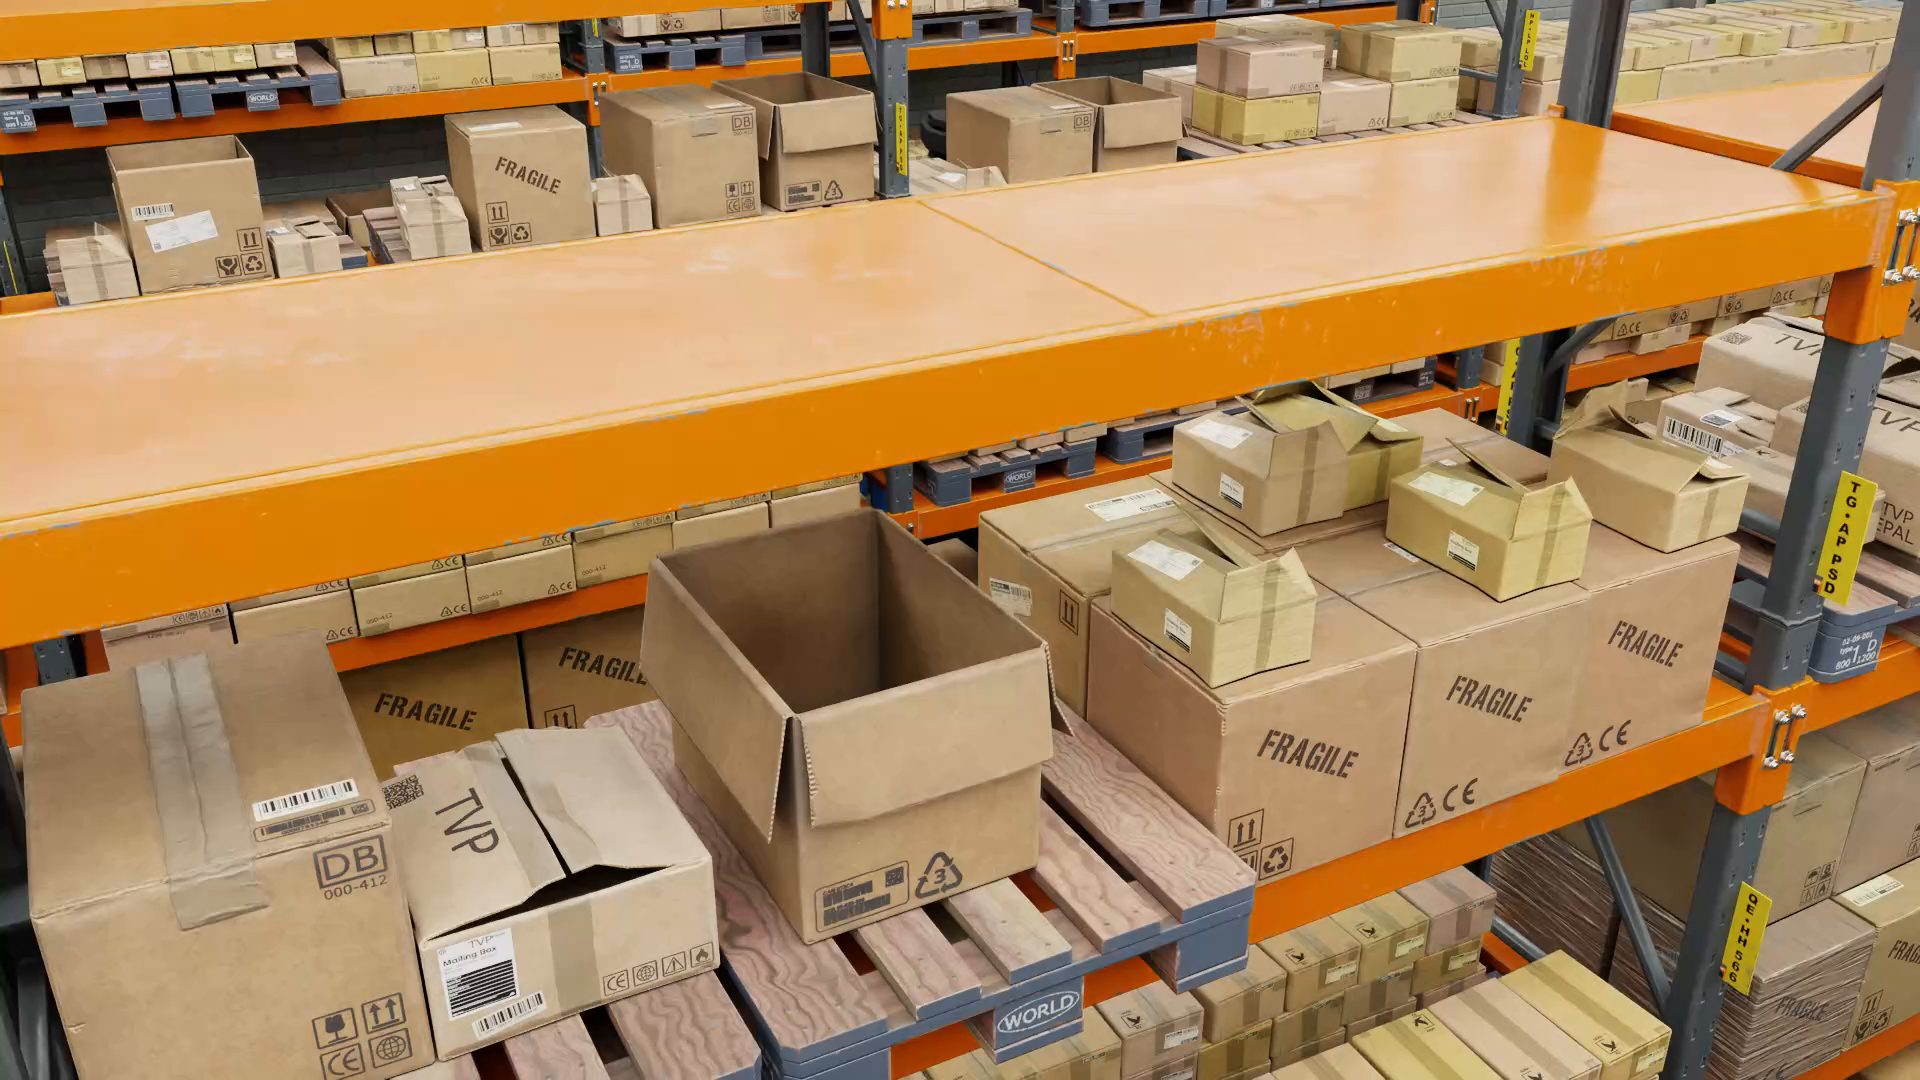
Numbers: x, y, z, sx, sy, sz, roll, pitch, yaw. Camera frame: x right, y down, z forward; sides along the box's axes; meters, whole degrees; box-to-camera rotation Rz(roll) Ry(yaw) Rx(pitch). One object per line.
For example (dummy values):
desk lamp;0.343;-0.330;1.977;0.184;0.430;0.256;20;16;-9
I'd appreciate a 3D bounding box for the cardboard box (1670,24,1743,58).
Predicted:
cardboard box;4.762;-3.196;10.646;0.250;0.149;0.380;-12;28;-24

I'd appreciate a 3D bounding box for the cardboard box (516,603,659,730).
cardboard box;-1.970;0.563;8.884;0.875;0.875;0.875;-13;28;-24

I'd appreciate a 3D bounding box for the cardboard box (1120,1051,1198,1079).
cardboard box;0.450;1.400;4.632;0.250;0.149;0.380;-13;29;-25

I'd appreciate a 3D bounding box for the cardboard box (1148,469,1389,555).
cardboard box;0.819;0.097;4.304;0.500;0.500;0.500;-13;29;-25

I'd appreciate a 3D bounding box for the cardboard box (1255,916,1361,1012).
cardboard box;0.933;1.155;4.799;0.250;0.149;0.380;-13;29;-25

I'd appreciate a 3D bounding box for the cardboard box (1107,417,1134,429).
cardboard box;0.799;-0.776;9.508;0.250;0.149;0.380;-11;28;-22

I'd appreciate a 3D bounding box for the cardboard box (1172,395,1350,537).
cardboard box;0.738;-0.218;4.076;0.258;0.266;0.396;-13;29;-25

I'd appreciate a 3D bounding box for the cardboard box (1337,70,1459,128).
cardboard box;2.550;-2.609;9.744;0.500;0.250;0.500;-14;29;-26

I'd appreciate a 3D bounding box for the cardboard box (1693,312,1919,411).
cardboard box;2.667;-0.499;5.162;0.500;0.311;0.500;-13;29;-25

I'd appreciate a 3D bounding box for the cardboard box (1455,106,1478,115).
cardboard box;3.132;-2.730;10.596;0.250;0.149;0.380;-13;28;-25

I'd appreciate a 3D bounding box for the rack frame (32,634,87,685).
rack frame;-4.062;0.320;7.421;0.127;3.000;1.000;-13;29;-25

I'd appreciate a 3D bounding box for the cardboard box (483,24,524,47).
cardboard box;-3.309;-3.645;11.925;0.250;0.149;0.380;-14;29;-26

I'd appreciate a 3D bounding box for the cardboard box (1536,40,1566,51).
cardboard box;3.644;-2.912;10.054;0.250;0.149;0.380;-12;28;-24

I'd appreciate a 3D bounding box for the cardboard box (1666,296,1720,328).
cardboard box;4.834;-1.791;11.357;0.500;0.500;0.500;-13;28;-24

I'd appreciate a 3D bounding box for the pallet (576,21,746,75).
pallet;-2.315;-3.829;12.815;1.003;0.211;1.213;-12;28;-23

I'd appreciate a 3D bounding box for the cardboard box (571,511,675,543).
cardboard box;-1.733;-0.239;8.180;0.500;0.250;0.500;-14;29;-26

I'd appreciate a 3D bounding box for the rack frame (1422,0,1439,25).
rack frame;4.188;-4.019;16.458;0.127;3.000;1.000;-13;29;-25

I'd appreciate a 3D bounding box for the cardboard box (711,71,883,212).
cardboard box;-0.794;-1.949;8.075;0.637;0.503;0.797;-15;29;-28

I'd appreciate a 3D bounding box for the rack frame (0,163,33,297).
rack frame;-6.401;-1.575;11.367;0.127;3.000;1.000;-13;29;-25

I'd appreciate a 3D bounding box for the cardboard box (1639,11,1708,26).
cardboard box;4.760;-3.430;11.135;0.250;0.149;0.380;-12;28;-24

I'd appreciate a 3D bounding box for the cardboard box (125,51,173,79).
cardboard box;-5.264;-3.105;10.777;0.250;0.149;0.380;-13;28;-24

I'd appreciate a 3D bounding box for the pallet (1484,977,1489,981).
pallet;1.307;1.647;4.877;1.003;0.211;1.213;-13;29;-25

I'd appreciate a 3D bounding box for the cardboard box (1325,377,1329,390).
cardboard box;1.998;-1.009;9.993;0.250;0.149;0.380;-13;28;-25

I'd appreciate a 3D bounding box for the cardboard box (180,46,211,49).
cardboard box;-5.073;-3.330;10.902;0.250;0.149;0.380;-13;28;-24

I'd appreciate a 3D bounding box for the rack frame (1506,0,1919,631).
rack frame;1.886;-1.330;3.924;0.127;3.000;1.000;-13;29;-25

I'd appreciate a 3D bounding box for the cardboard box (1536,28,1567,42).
cardboard box;3.639;-3.157;10.565;0.250;0.149;0.380;-12;28;-24

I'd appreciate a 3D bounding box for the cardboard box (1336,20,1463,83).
cardboard box;2.546;-2.842;9.651;0.500;0.250;0.500;-12;28;-24

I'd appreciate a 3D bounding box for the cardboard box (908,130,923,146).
cardboard box;-0.451;-3.407;14.318;0.250;0.149;0.380;-13;29;-26

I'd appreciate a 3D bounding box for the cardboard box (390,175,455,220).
cardboard box;-2.464;-1.559;7.653;0.250;0.166;0.380;-10;28;-21

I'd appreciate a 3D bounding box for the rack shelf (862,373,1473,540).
rack shelf;1.232;-0.578;10.122;4.000;0.370;1.077;-13;29;-25

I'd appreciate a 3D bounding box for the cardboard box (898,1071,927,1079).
cardboard box;-0.231;1.424;4.239;0.250;0.149;0.380;-14;29;-27

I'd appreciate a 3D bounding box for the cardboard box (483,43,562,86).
cardboard box;-3.210;-3.477;12.037;0.500;0.250;0.500;-14;29;-27

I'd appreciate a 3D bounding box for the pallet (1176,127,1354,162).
pallet;1.489;-2.280;9.586;1.003;0.211;1.213;-13;29;-25

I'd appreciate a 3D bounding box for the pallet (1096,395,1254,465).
pallet;1.195;-0.827;10.031;1.213;0.211;1.003;-13;29;-25

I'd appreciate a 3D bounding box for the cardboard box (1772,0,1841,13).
cardboard box;5.902;-3.671;11.636;0.250;0.149;0.380;-13;29;-25

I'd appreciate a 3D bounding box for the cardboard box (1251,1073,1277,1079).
cardboard box;0.766;1.512;4.055;0.250;0.149;0.380;-13;29;-25

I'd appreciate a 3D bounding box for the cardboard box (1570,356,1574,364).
cardboard box;3.845;-1.275;11.032;0.250;0.149;0.380;-13;29;-25

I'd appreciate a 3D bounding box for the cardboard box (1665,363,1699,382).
cardboard box;5.194;-1.238;11.742;0.250;0.149;0.380;-12;28;-23

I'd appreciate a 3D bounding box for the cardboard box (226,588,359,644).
cardboard box;-3.093;0.293;7.650;0.500;0.250;0.500;-14;29;-26

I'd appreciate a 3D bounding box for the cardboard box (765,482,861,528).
cardboard box;-0.856;-0.225;8.729;0.500;0.250;0.500;-14;29;-27

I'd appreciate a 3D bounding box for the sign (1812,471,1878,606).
sign;2.140;-0.003;4.029;0.005;0.325;0.100;-13;29;-25

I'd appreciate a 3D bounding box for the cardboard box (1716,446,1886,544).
cardboard box;2.256;-0.105;4.530;0.250;0.149;0.380;-14;29;-27

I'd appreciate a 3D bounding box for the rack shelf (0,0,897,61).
rack shelf;-2.297;-2.288;7.213;4.000;0.370;1.077;-13;29;-25

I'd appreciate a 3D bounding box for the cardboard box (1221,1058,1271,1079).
cardboard box;0.684;1.478;4.813;0.250;0.149;0.380;-12;28;-23

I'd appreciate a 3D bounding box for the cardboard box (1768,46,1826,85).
cardboard box;5.302;-3.126;10.962;0.500;0.250;0.500;-12;28;-24

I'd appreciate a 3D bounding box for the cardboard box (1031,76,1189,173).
cardboard box;0.800;-2.215;9.116;0.637;0.503;0.797;-13;29;-25

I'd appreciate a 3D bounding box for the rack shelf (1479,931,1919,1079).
rack shelf;3.651;1.292;6.227;4.000;0.370;1.077;-13;29;-25

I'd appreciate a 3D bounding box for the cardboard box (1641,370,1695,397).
cardboard box;5.035;-0.942;11.873;0.500;0.500;0.500;-14;29;-26

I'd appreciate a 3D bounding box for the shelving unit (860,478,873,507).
shelving unit;-0.994;-0.416;10.680;0.755;1.500;0.431;-15;29;-27

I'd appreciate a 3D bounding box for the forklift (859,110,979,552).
forklift;0.604;-1.522;11.335;3.031;2.935;1.130;-15;30;-29

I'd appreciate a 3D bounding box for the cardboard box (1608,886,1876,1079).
cardboard box;2.409;1.341;5.177;0.500;0.500;0.500;-13;28;-25

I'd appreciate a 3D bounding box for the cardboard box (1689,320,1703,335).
cardboard box;4.939;-1.549;11.604;0.250;0.149;0.380;-13;29;-25

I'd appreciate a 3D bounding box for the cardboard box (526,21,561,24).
cardboard box;-3.035;-3.805;11.916;0.250;0.149;0.380;-12;28;-23

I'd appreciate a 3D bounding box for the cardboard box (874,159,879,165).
cardboard box;-0.850;-3.033;13.538;0.250;0.149;0.380;-14;29;-26

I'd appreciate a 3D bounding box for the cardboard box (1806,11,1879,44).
cardboard box;5.905;-3.444;11.164;0.250;0.149;0.380;-13;29;-26

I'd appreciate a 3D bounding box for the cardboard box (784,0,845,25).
cardboard box;-1.219;-4.283;12.826;0.500;0.500;0.500;-12;28;-24

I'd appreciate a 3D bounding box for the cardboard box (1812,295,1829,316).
cardboard box;6.126;-1.759;12.041;0.250;0.149;0.380;-13;29;-26
